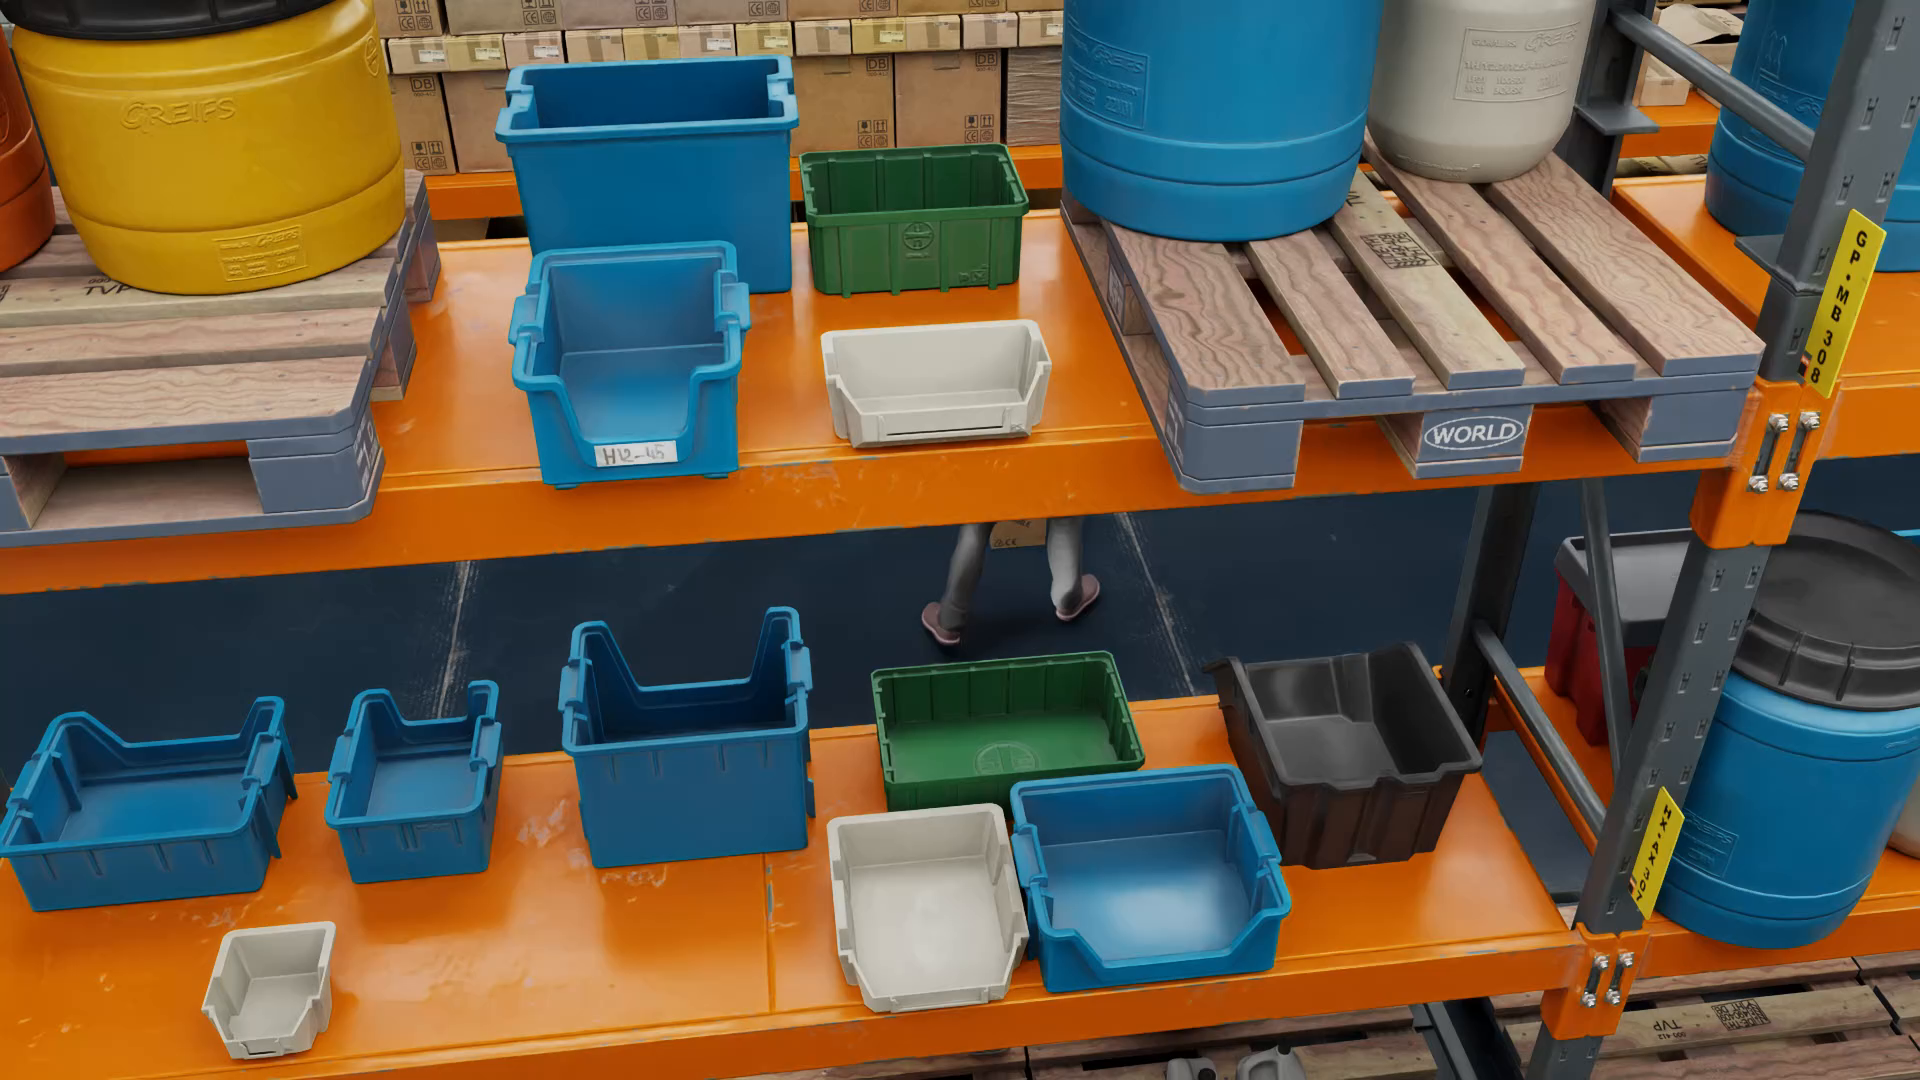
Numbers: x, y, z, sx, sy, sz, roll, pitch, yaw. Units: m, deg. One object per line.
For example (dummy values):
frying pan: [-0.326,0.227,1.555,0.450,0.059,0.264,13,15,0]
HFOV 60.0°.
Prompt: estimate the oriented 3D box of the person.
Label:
person: [0.205,-0.340,6.616,0.683,1.631,0.652,9,36,13]
